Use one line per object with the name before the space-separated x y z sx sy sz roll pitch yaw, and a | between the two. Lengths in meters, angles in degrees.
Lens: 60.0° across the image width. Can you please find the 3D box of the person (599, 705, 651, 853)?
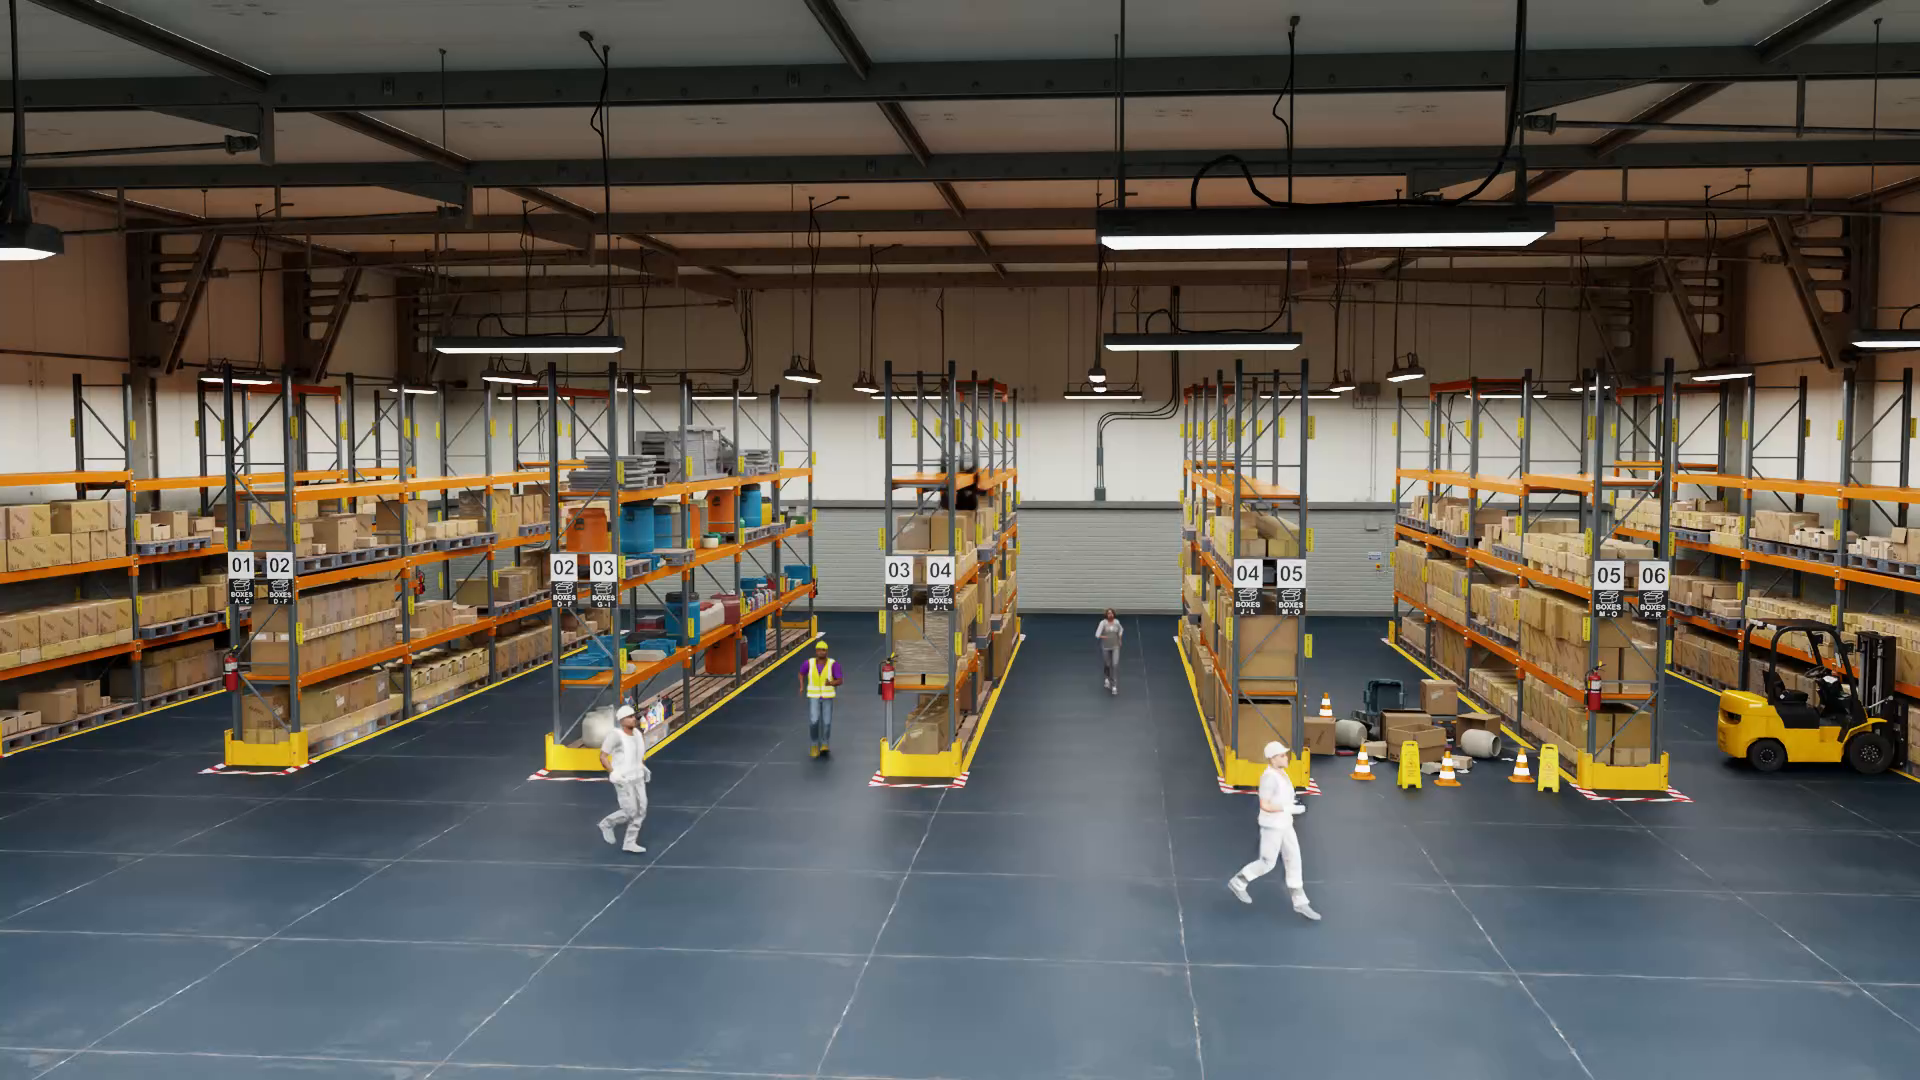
person | -4.004 2.835 19.782 0.594 1.744 0.691 2 4 30

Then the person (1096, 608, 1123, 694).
person | 2.860 2.091 31.784 0.539 1.602 0.872 0 4 0

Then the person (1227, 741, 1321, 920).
person | 3.237 2.966 17.124 0.987 1.798 0.653 2 4 33

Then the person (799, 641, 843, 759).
person | -2.136 2.448 25.507 0.670 1.801 0.728 0 4 -6
